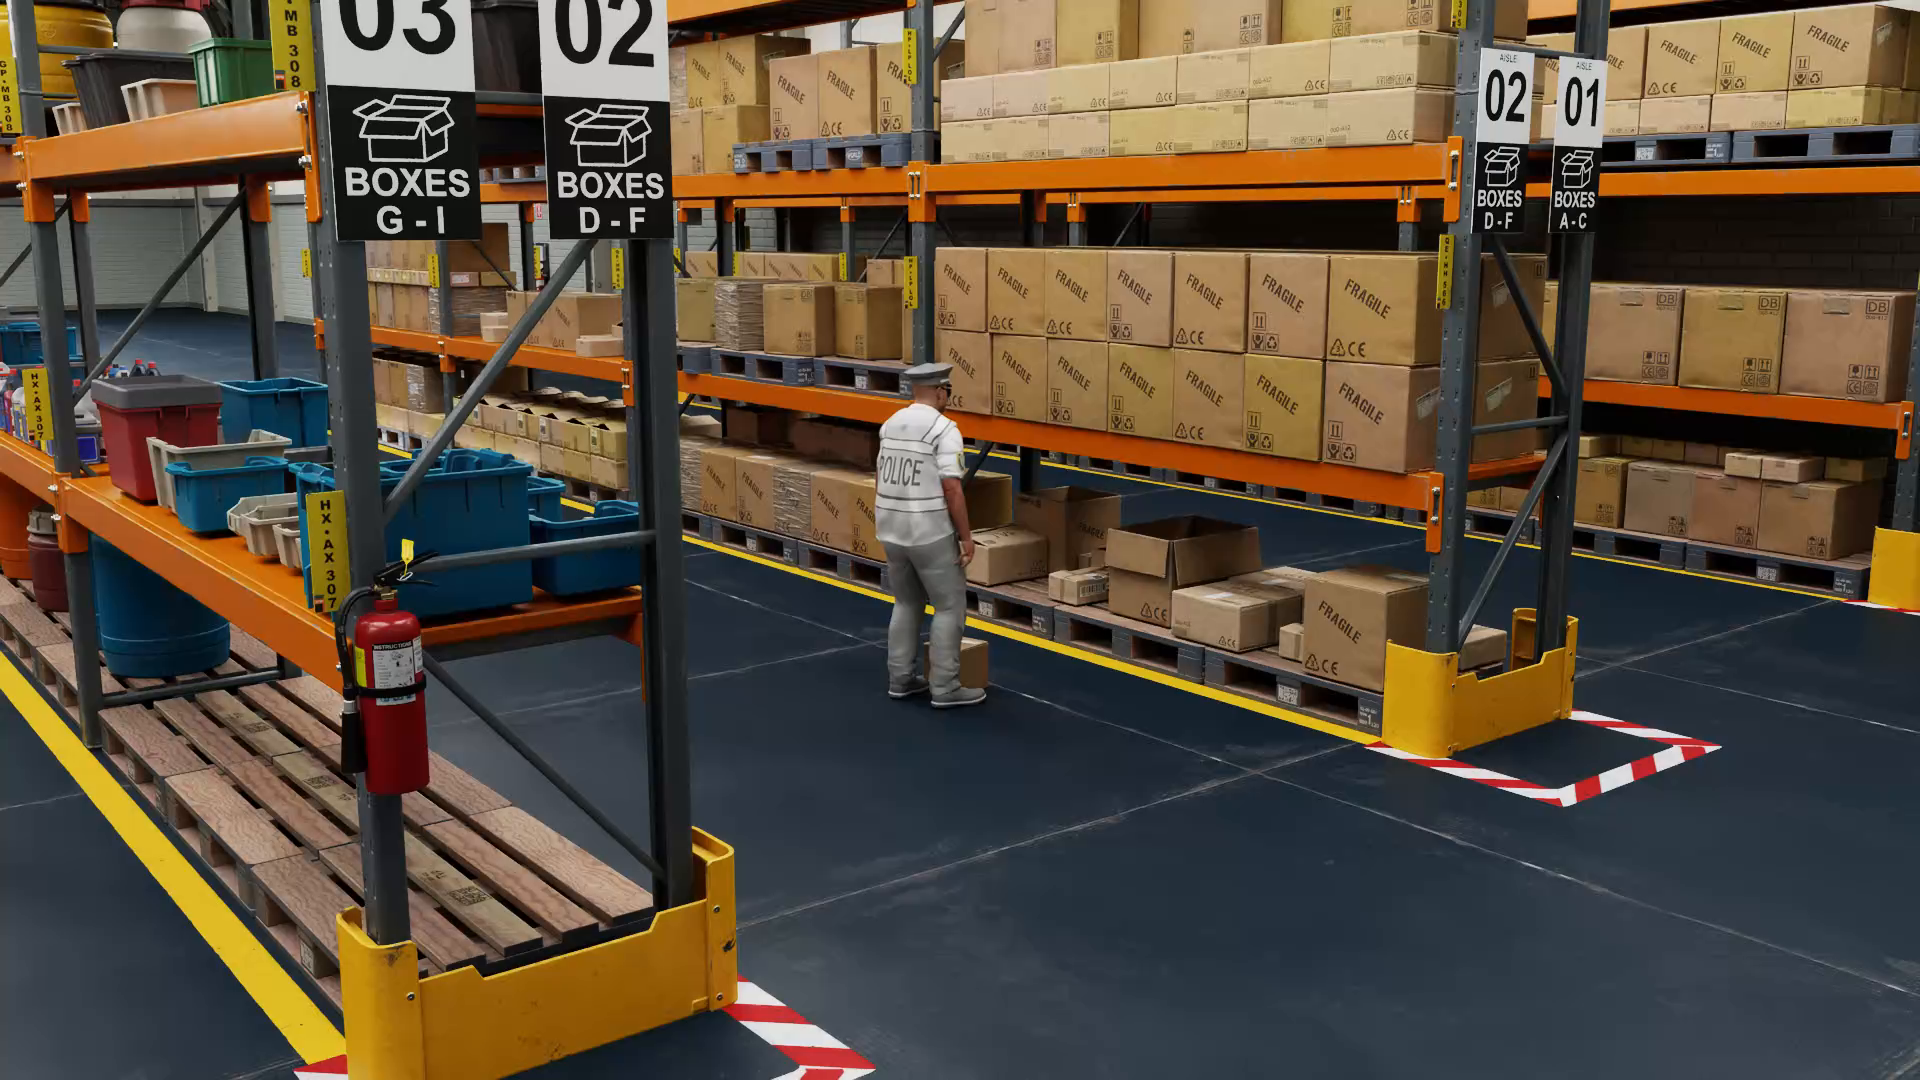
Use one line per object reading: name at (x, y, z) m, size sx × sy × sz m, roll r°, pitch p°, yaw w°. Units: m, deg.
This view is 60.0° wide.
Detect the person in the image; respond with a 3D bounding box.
person at (-0.192, -0.027, 8.549) m, size 0.585 × 1.749 × 0.434 m, roll 10°, pitch 14°, yaw 41°
